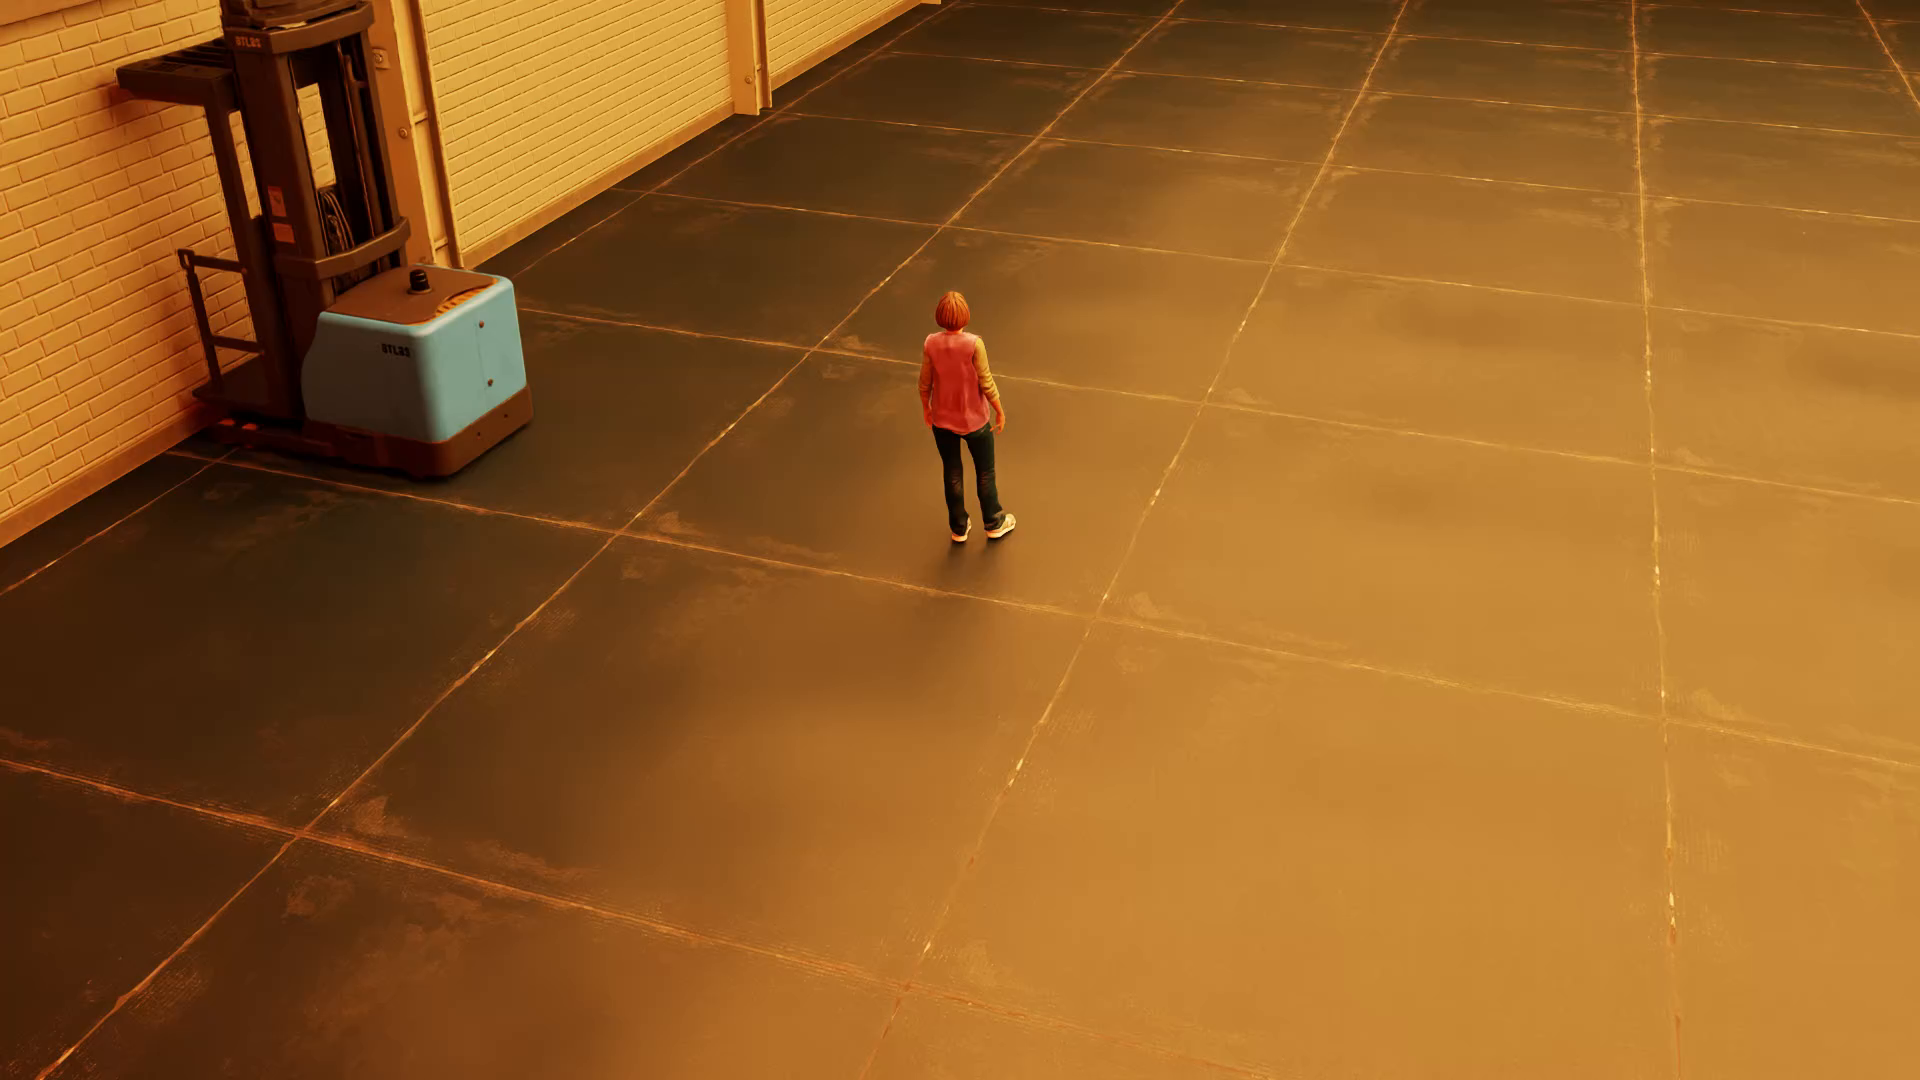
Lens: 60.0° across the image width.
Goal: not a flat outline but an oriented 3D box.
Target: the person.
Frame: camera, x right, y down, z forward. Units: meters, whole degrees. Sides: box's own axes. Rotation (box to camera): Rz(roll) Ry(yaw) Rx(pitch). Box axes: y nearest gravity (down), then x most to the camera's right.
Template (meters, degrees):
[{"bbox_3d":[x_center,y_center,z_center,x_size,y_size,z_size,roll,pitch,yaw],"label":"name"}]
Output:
[{"bbox_3d":[0.038,-0.733,9.754,0.520,1.599,0.473,10,31,16],"label":"person"}]

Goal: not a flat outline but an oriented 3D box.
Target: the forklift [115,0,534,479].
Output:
[{"bbox_3d":[-4.503,-2.118,10.851,3.031,2.935,1.130,11,31,18],"label":"forklift"}]
